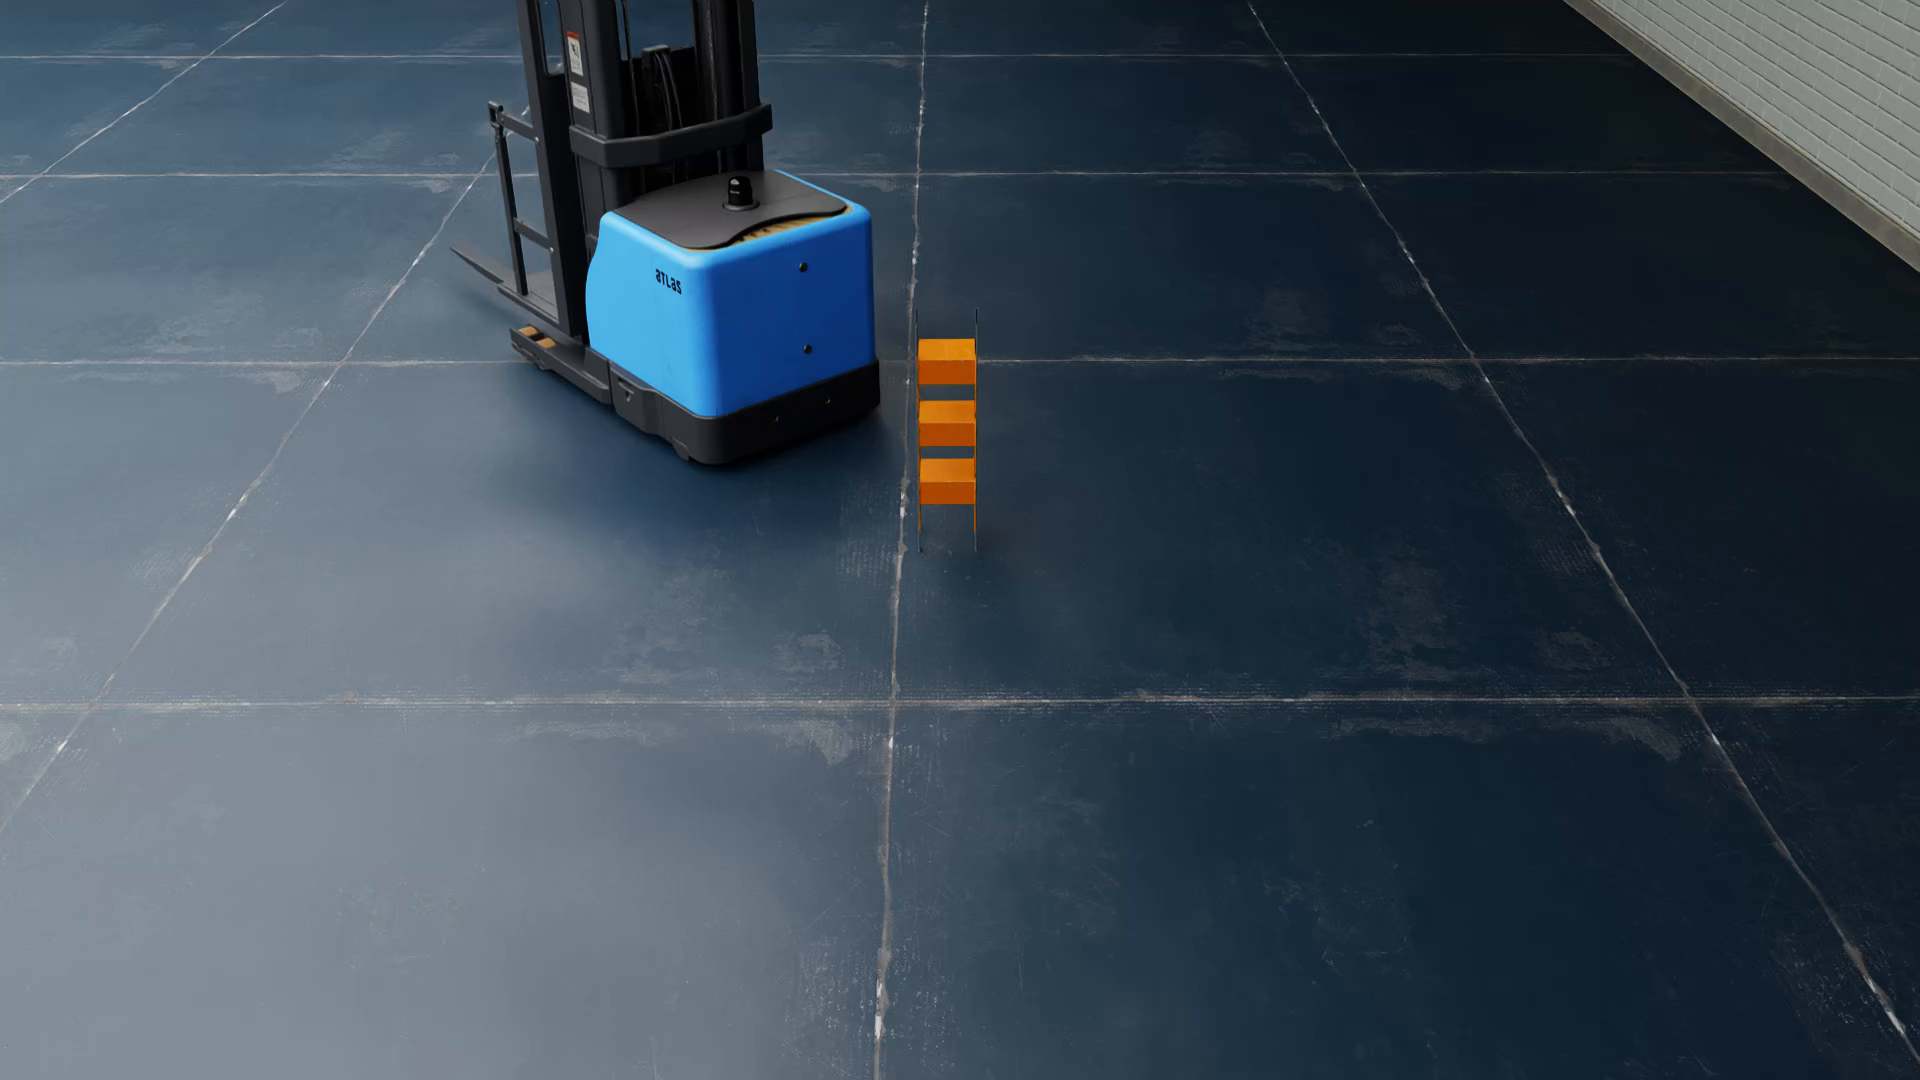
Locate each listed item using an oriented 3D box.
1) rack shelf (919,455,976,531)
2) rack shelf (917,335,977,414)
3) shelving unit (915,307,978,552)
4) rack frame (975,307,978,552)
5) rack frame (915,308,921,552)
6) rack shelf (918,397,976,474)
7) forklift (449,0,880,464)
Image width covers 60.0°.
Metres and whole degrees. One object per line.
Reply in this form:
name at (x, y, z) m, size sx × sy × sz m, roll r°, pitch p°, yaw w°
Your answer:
rack shelf at (-0.054, -0.202, 7.127) m, size 0.240 × 0.259 × 0.215 m, roll 0°, pitch 31°, yaw 0°
rack shelf at (-0.054, -0.682, 6.836) m, size 0.240 × 0.259 × 0.215 m, roll 0°, pitch 31°, yaw 0°
shelving unit at (-0.054, -0.449, 6.977) m, size 0.252 × 1.050 × 0.215 m, roll 0°, pitch 31°, yaw 0°
rack frame at (0.068, -0.449, 6.978) m, size 0.008 × 1.050 × 0.200 m, roll 0°, pitch 31°, yaw 0°
rack frame at (-0.176, -0.448, 6.977) m, size 0.008 × 1.050 × 0.200 m, roll 0°, pitch 31°, yaw 0°
rack shelf at (-0.054, -0.440, 6.983) m, size 0.240 × 0.259 × 0.215 m, roll 0°, pitch 31°, yaw 0°
forklift at (-1.731, -2.292, 8.202) m, size 1.130 × 2.935 × 3.031 m, roll -24°, pitch 39°, yaw -34°
